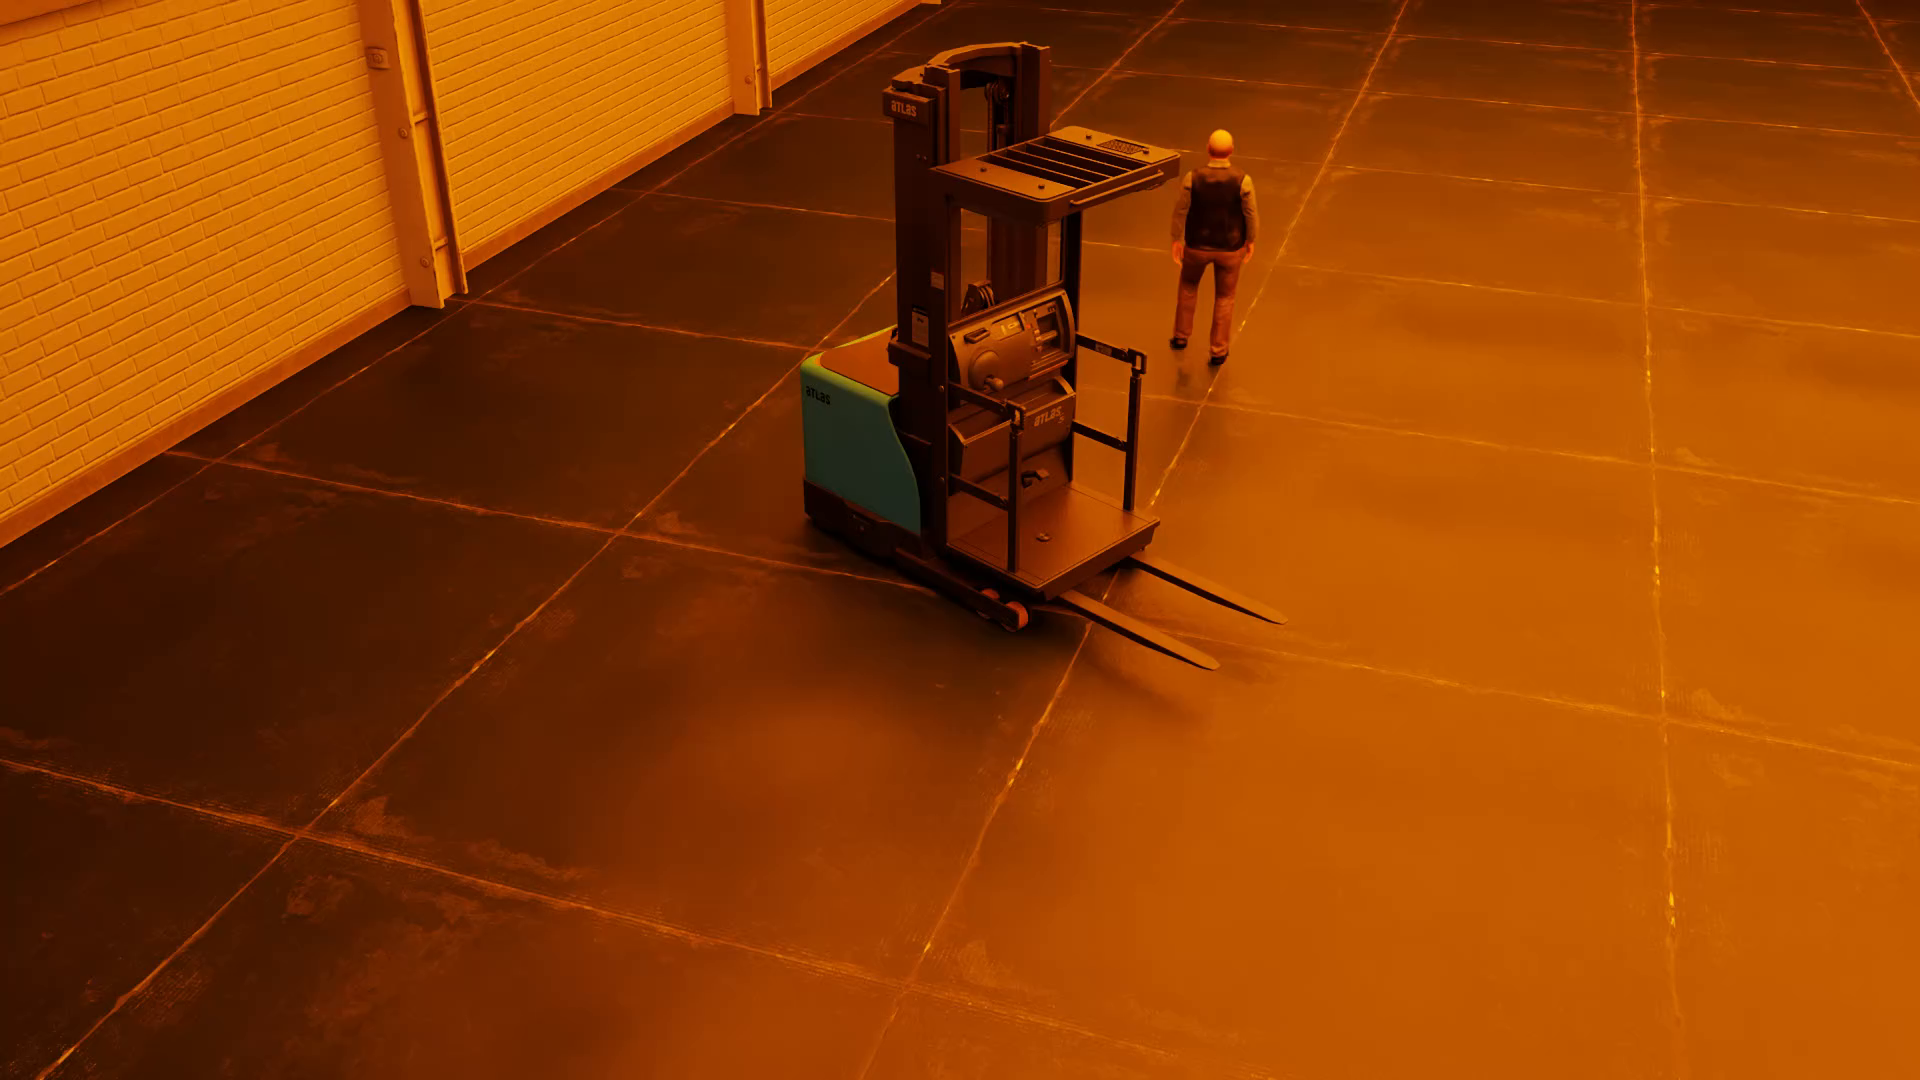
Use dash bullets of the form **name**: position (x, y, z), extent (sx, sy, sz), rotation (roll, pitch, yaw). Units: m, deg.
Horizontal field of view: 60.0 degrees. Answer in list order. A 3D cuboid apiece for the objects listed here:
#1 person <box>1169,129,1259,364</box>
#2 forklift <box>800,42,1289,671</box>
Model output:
- **person**: position (1.864, -2.152, 12.208), extent (0.621, 1.763, 0.535), rotation (6, 30, 11)
- **forklift**: position (0.445, -1.057, 8.992), extent (3.031, 2.935, 1.130), rotation (26, 39, 37)
